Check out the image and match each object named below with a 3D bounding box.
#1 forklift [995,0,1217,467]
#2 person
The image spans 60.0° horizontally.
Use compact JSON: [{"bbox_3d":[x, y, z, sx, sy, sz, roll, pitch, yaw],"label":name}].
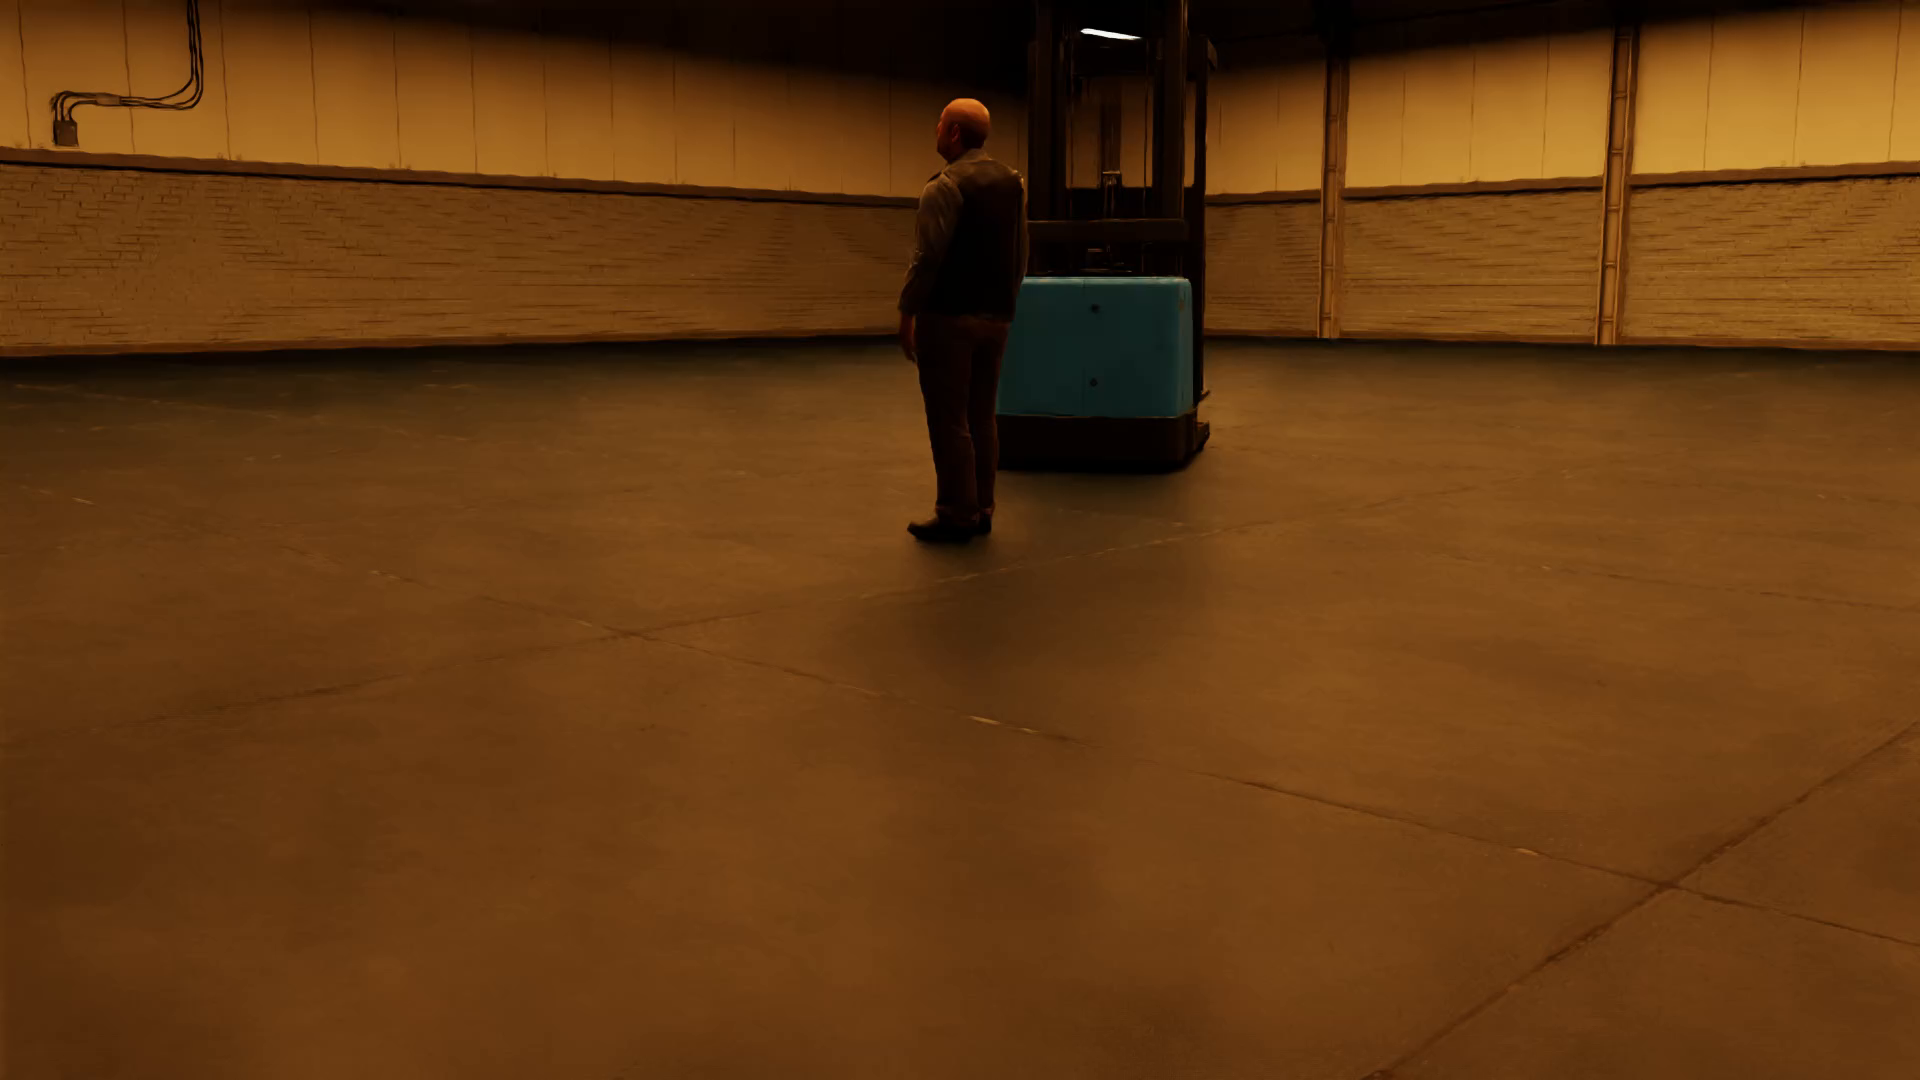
[{"bbox_3d":[1.011,-2.043,10.440,1.130,2.935,3.031,2,9,13],"label":"forklift"},{"bbox_3d":[-0.039,-0.866,6.637,0.567,1.720,0.632,8,12,43],"label":"person"}]
